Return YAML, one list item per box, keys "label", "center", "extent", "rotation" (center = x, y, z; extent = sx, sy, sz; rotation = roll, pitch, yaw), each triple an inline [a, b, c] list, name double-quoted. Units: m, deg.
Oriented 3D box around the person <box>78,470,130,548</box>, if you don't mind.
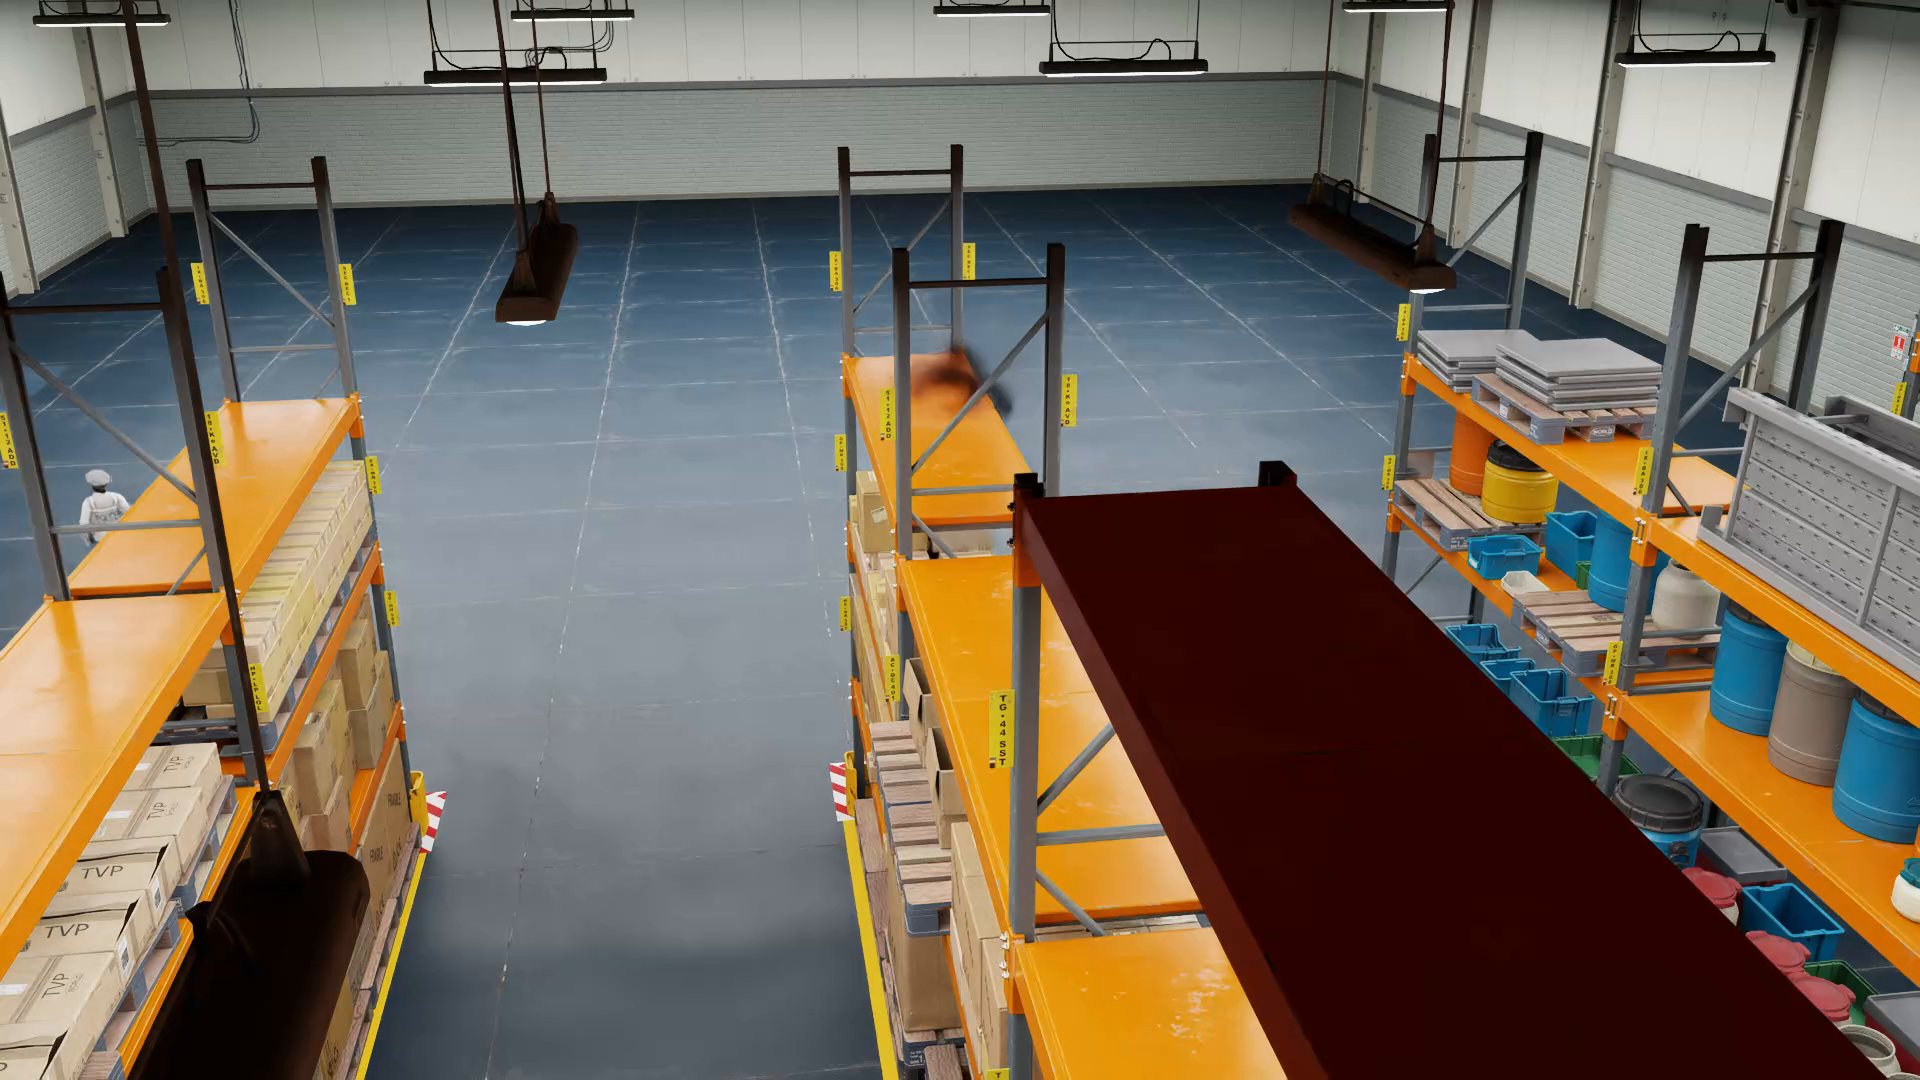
- label: "person"
  center: [-9.950, -0.012, 19.447]
  extent: [0.548, 1.654, 0.652]
  rotation: [16, 27, 36]
